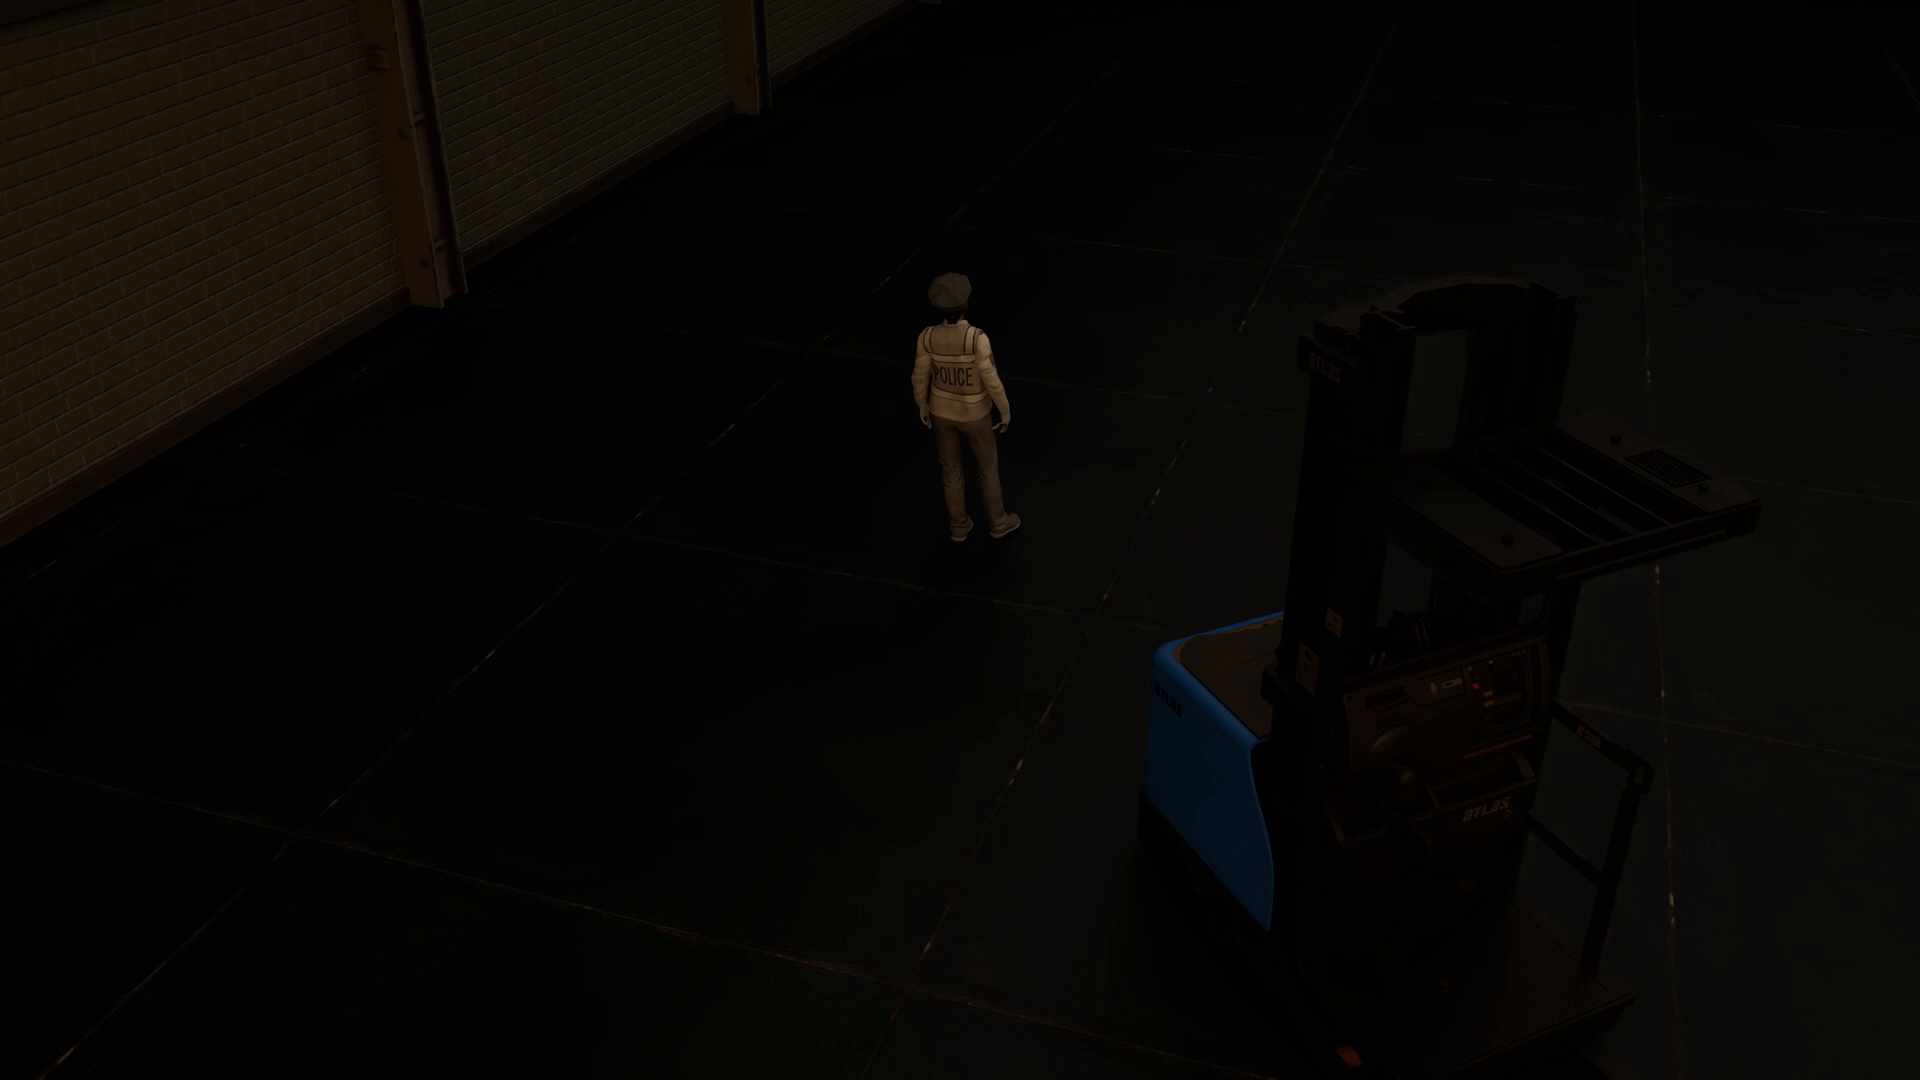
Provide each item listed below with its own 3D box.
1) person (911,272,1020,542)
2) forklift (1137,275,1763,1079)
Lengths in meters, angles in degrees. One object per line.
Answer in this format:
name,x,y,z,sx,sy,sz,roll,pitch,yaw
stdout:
person,0.028,-0.773,9.727,0.588,1.695,0.531,10,31,16
forklift,1.890,0.672,5.958,1.130,2.935,3.031,-13,32,-22
